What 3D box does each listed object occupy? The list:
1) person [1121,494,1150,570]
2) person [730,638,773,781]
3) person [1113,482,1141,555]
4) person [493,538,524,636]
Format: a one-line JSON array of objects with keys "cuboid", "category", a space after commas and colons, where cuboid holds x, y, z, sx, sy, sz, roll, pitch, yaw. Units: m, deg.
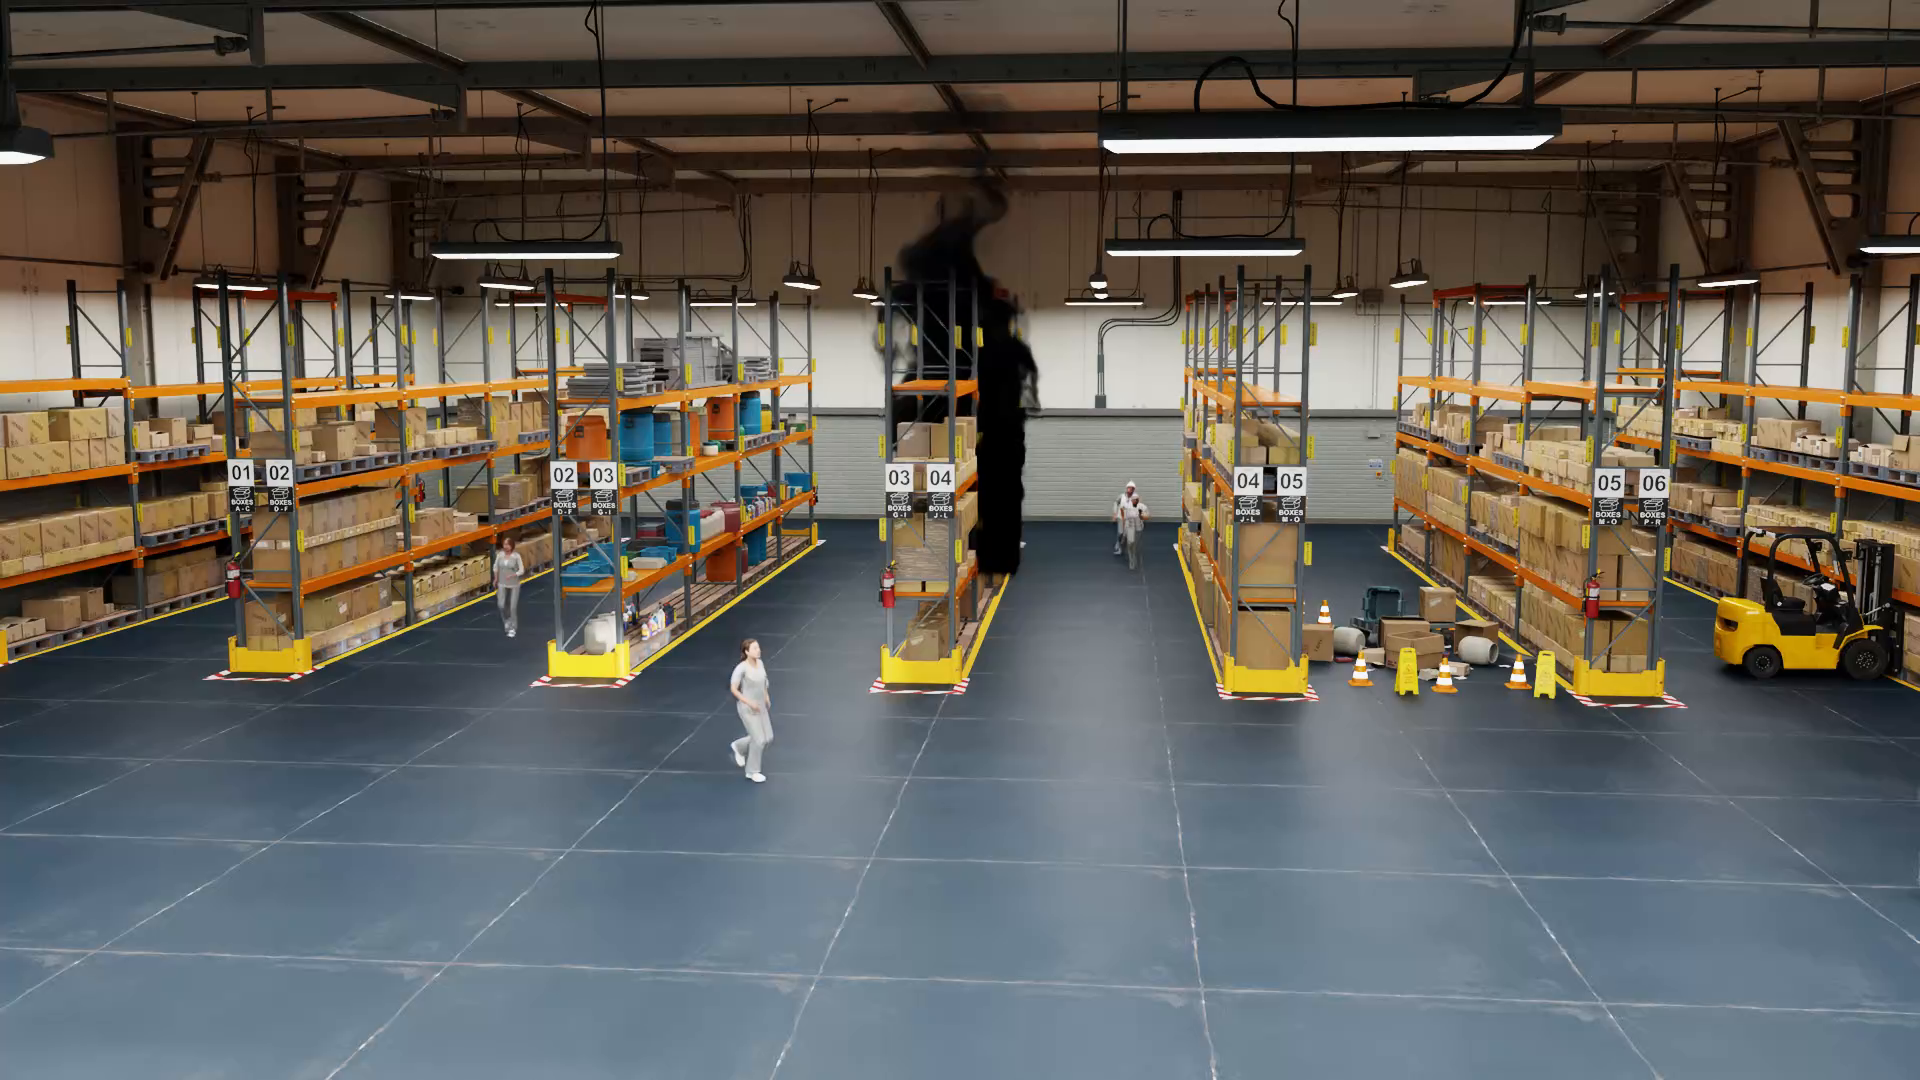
[{"cuboid": [3.815, -0.203, 36.347, 0.601, 1.676, 0.925, 0, 7, -2], "category": "person"}, {"cuboid": [-2.412, 1.910, 18.924, 0.590, 1.627, 0.595, 4, 8, 32], "category": "person"}, {"cuboid": [3.862, -0.488, 38.347, 0.692, 1.706, 0.532, 1, 7, 10], "category": "person"}, {"cuboid": [-7.138, 0.755, 26.228, 0.522, 1.581, 0.550, 0, 7, -3], "category": "person"}]
